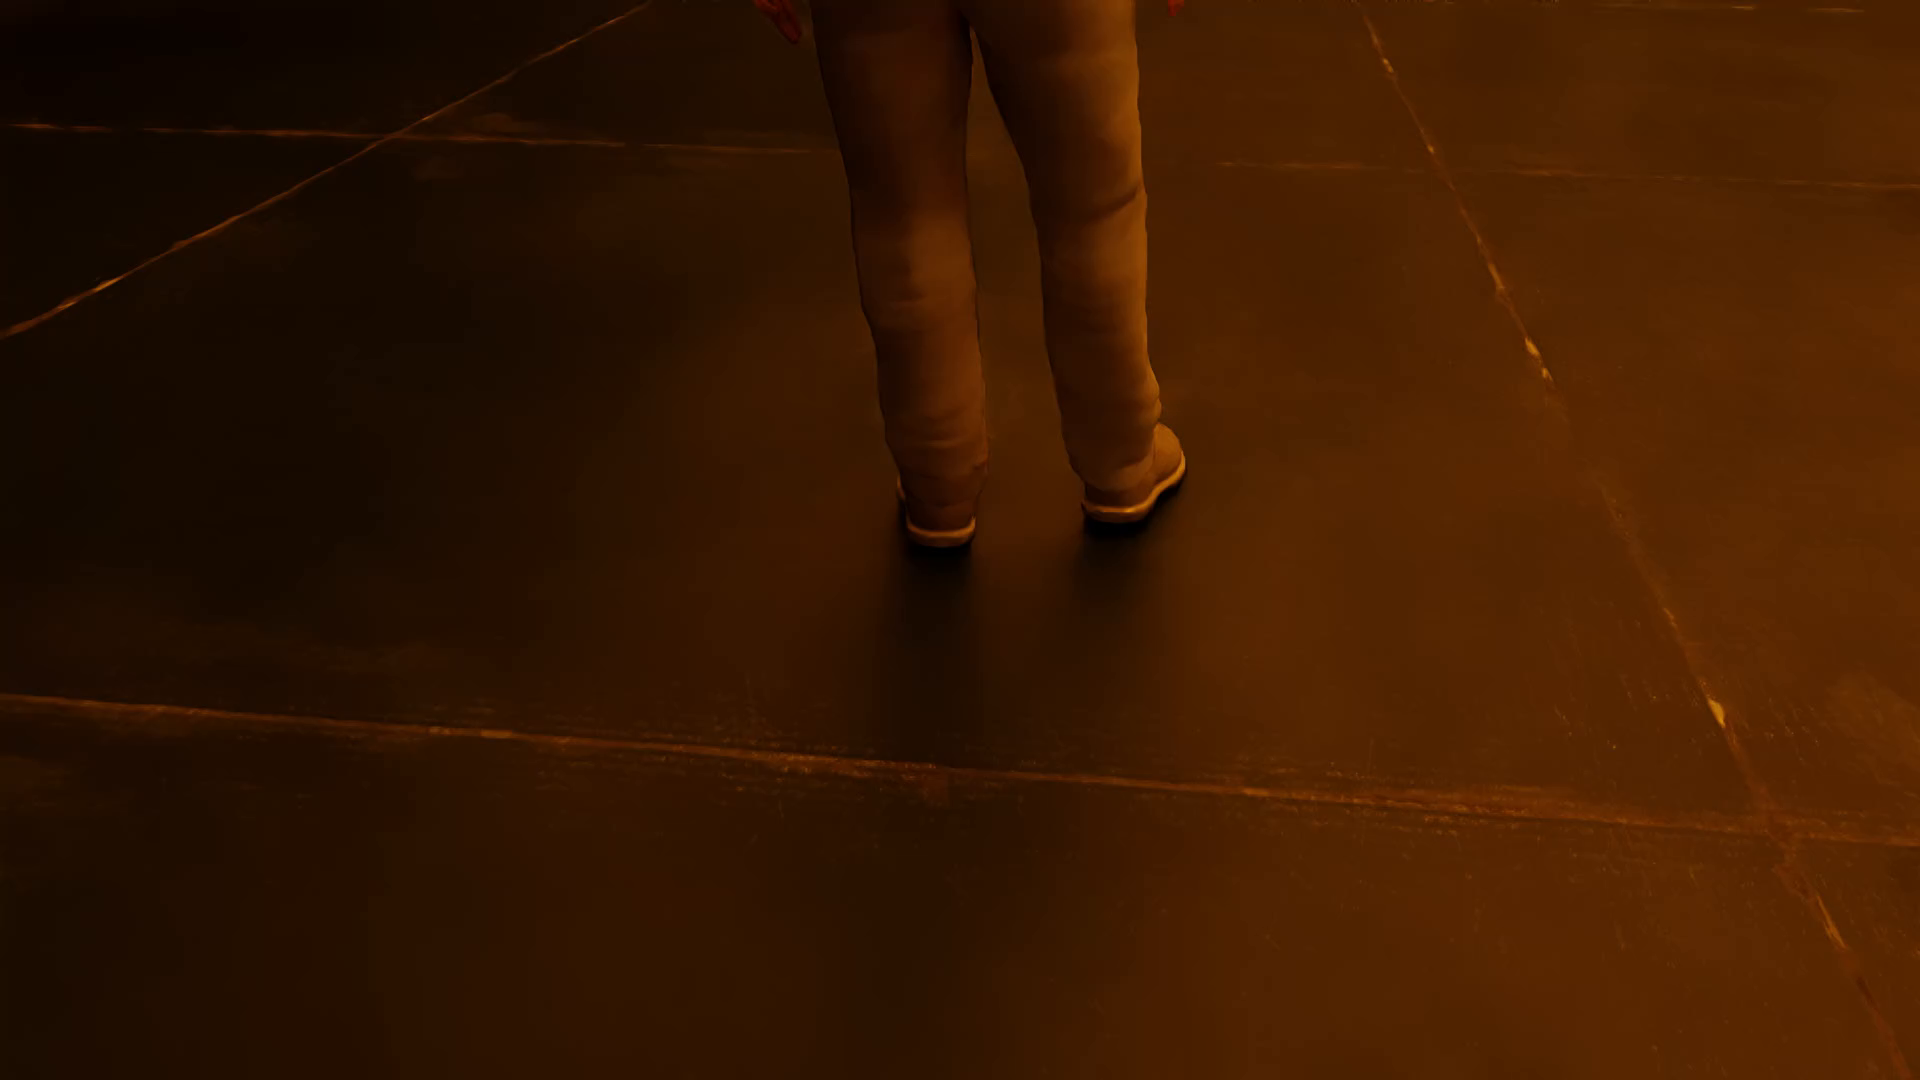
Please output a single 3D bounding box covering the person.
[{"bbox_3d":[0.022,-0.837,2.167,0.640,1.778,0.574,3,27,7],"label":"person"}]
